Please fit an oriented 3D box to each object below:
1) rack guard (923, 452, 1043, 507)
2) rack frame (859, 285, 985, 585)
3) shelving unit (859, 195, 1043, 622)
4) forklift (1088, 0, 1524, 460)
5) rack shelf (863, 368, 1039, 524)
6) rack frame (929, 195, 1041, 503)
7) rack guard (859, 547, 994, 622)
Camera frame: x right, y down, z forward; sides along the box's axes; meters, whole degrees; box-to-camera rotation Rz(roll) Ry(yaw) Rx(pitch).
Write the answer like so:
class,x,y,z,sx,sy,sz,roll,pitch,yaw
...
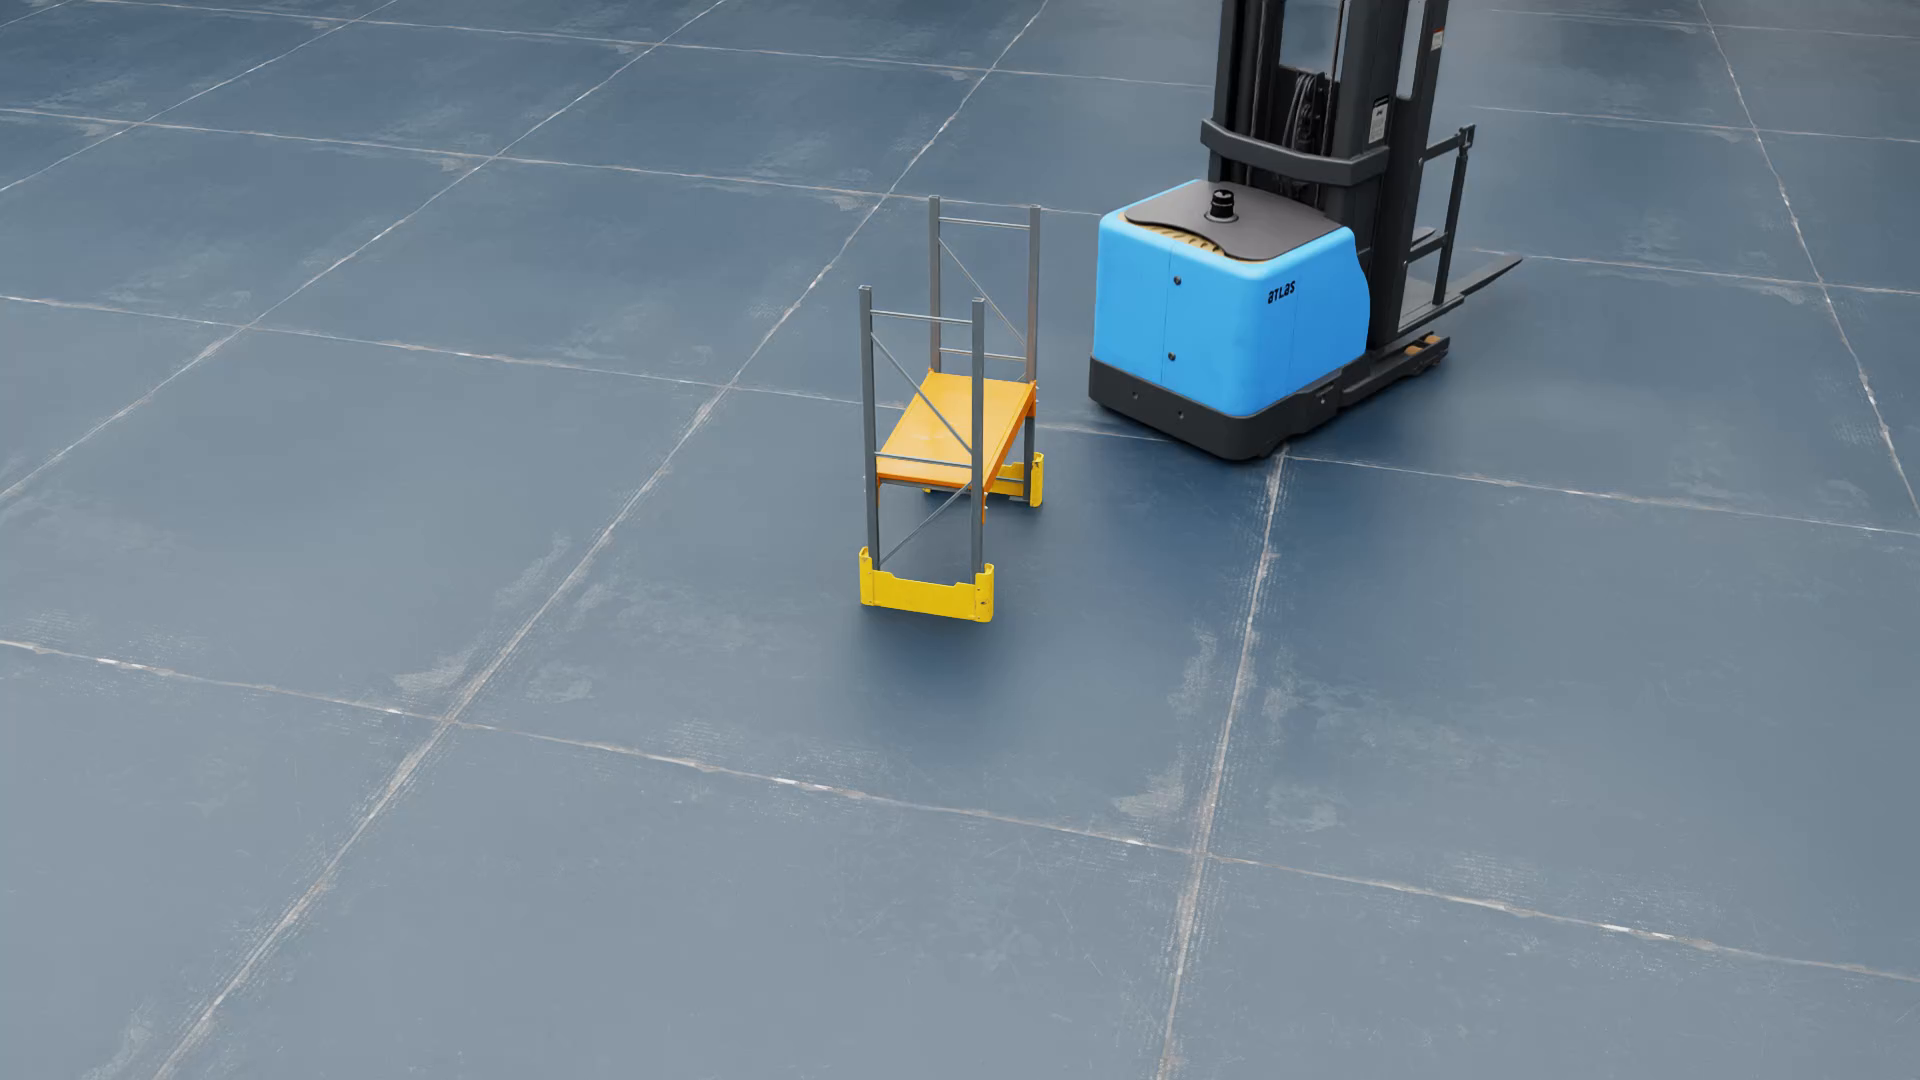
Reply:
class,x,y,z,sx,sy,sz,roll,pitch,yaw
rack guard,0.107,-0.324,8.027,0.587,0.250,0.087,8,33,12
rack frame,-0.151,-0.325,6.863,0.500,1.500,0.032,8,33,12
shelving unit,-0.019,-0.593,7.285,0.587,1.500,1.083,8,33,12
forklift,2.085,-2.316,8.661,3.031,2.935,1.130,-28,42,-36
rack shelf,-0.022,-0.437,7.374,0.538,0.185,1.000,8,33,12
rack frame,0.107,-0.852,7.693,0.500,1.500,0.032,8,33,12
rack guard,-0.146,0.192,7.214,0.587,0.250,0.087,8,33,12
